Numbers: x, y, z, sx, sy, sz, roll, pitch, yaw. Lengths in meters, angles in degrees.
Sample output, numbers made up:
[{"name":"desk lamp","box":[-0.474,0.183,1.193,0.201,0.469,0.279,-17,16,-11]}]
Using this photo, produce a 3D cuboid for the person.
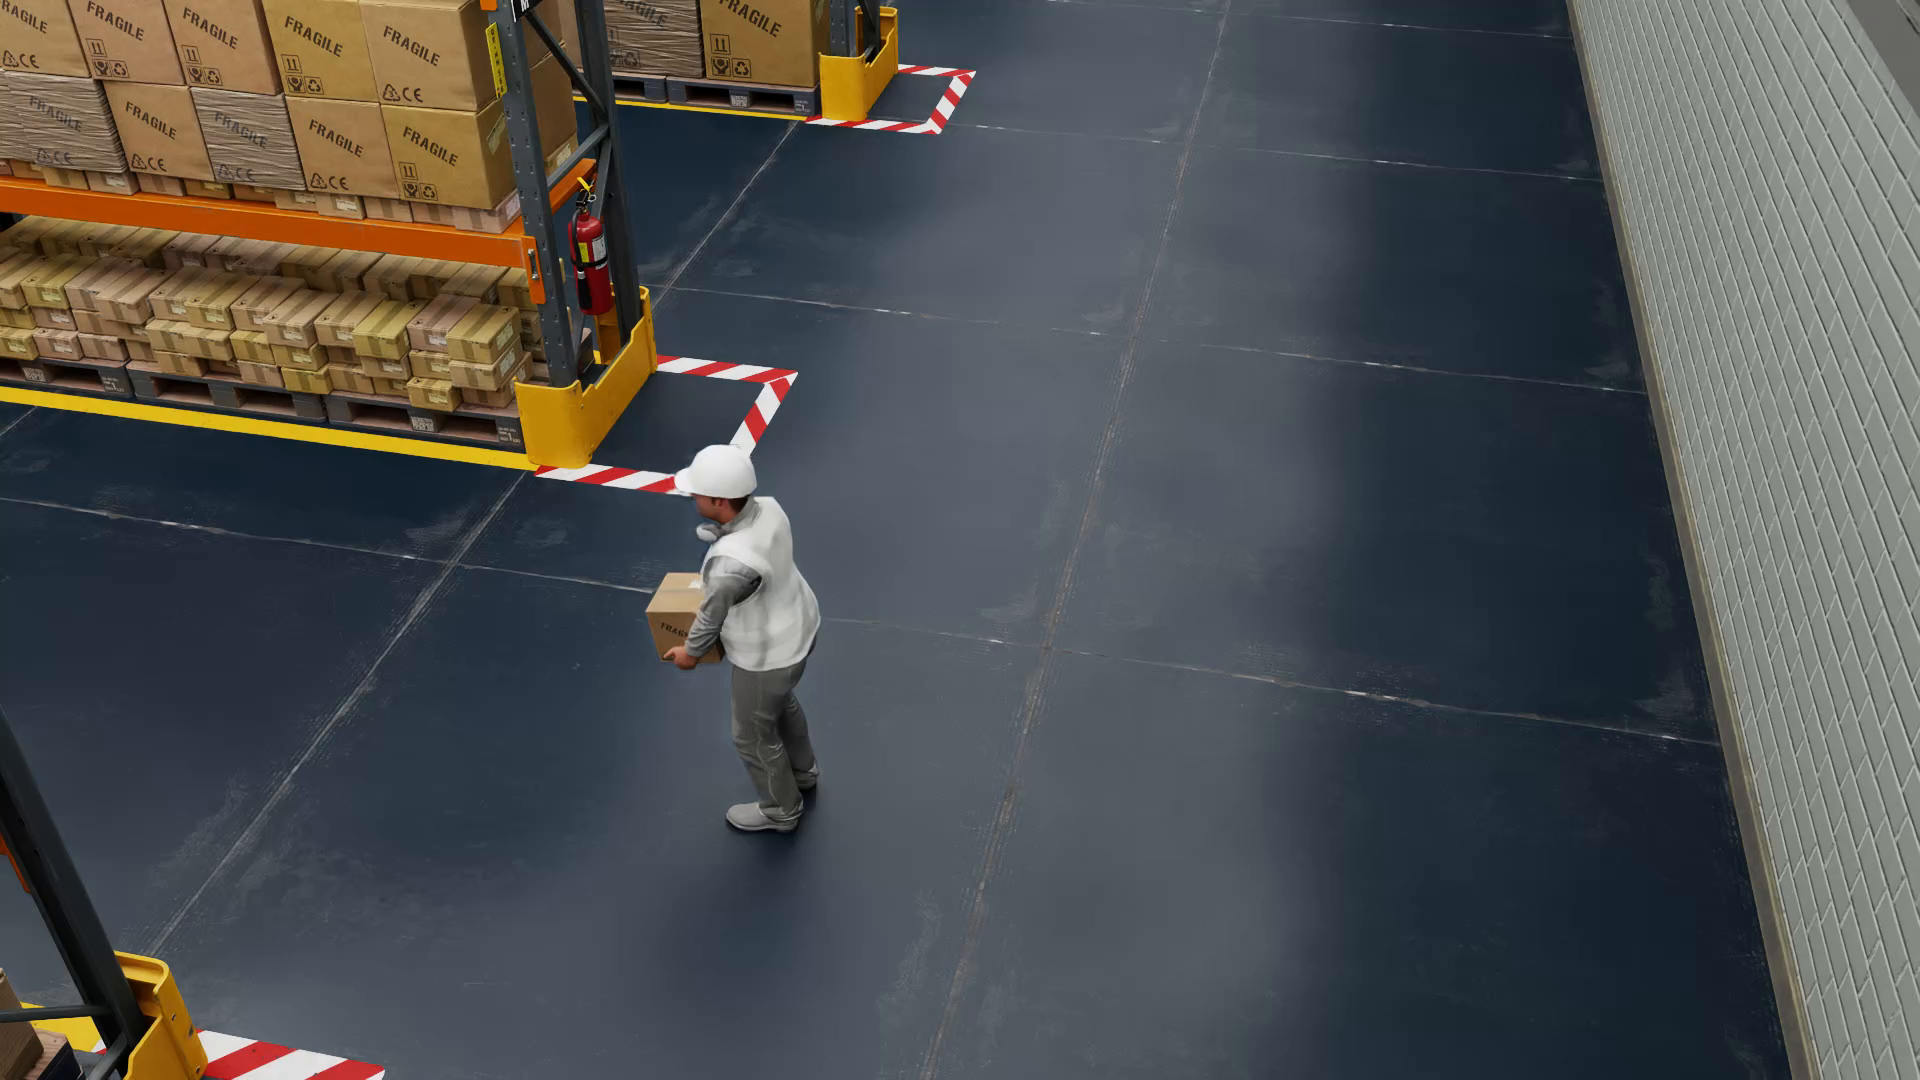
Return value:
[{"name":"person","box":[-0.840,0.384,6.435,0.574,1.762,0.489,7,37,9]}]
